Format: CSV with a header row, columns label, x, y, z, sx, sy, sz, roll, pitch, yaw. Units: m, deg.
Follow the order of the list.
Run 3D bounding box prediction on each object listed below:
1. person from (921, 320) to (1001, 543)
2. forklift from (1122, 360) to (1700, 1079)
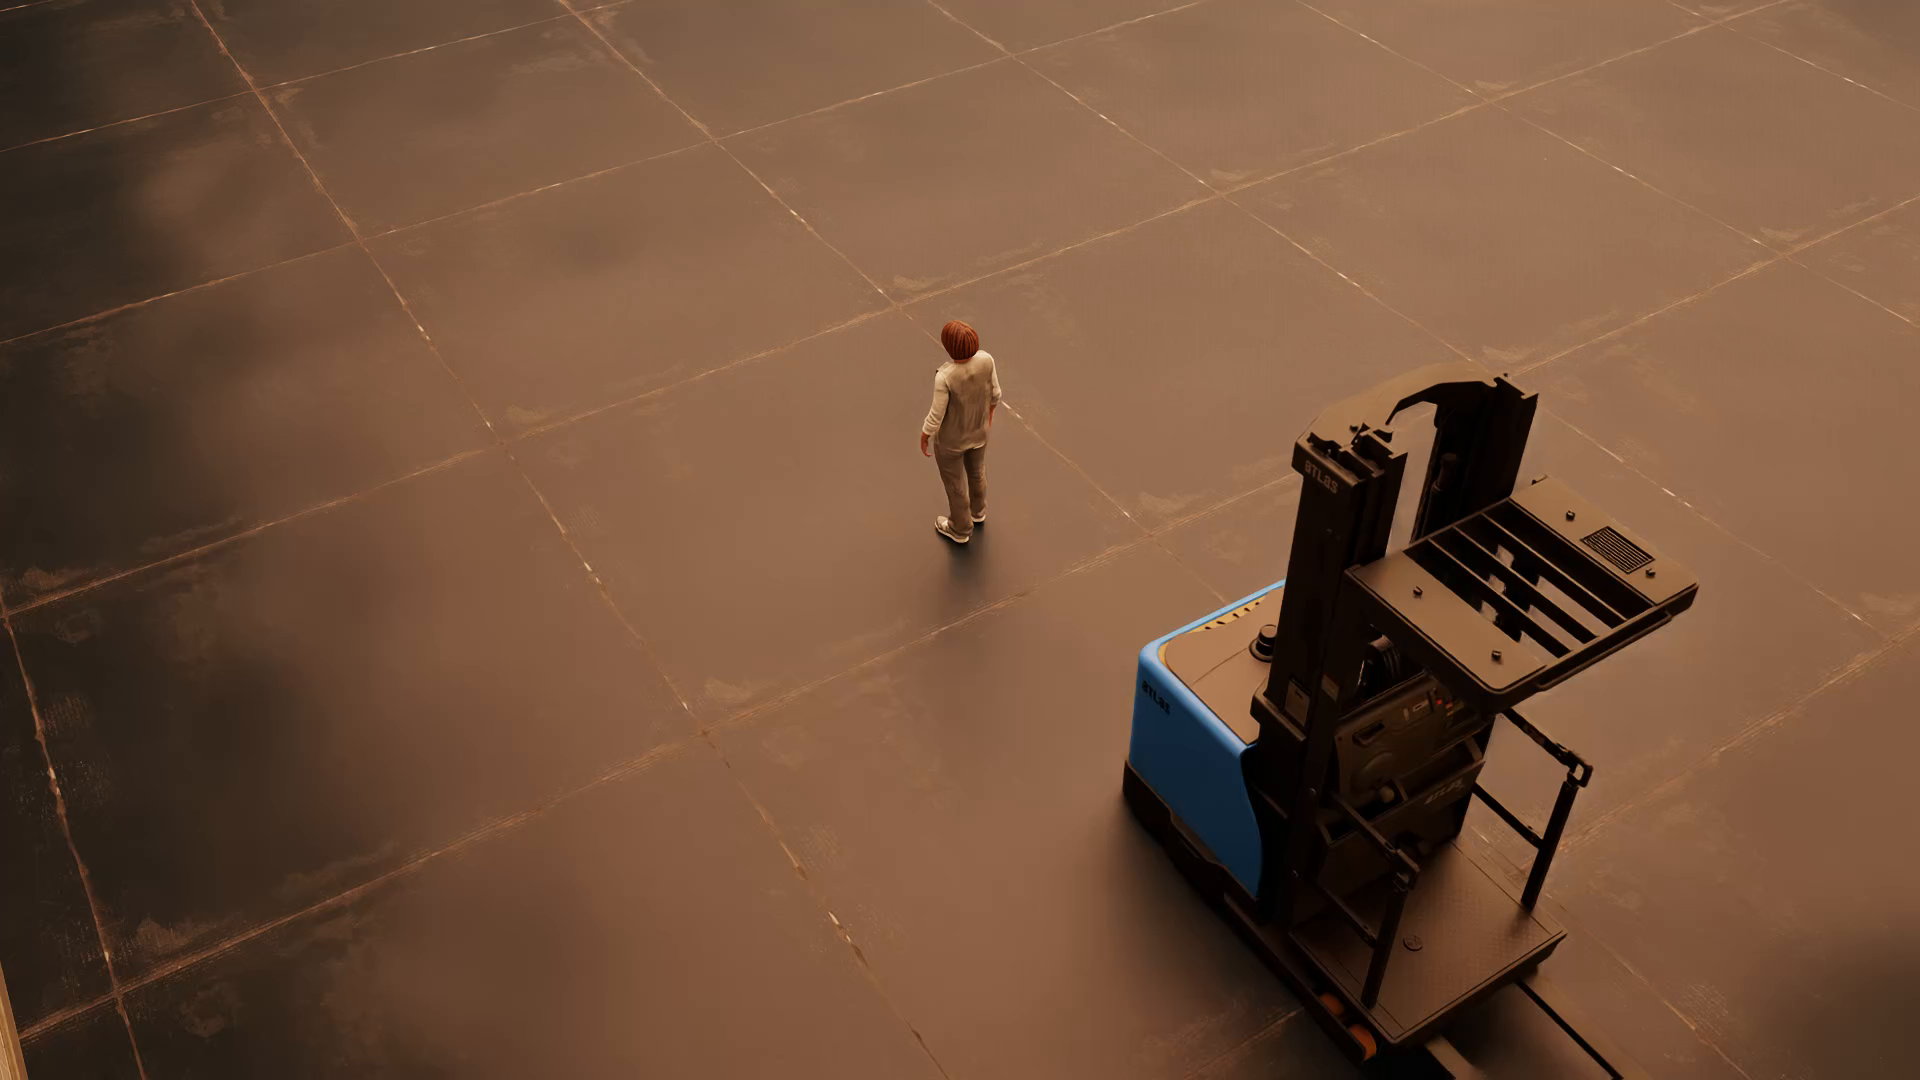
label,x,y,z,sx,sy,sz,roll,pitch,yaw
person,-0.028,-0.653,9.621,0.520,1.599,0.473,-23,46,-24
forklift,2.048,0.865,6.881,1.130,2.935,3.031,-23,46,-24
